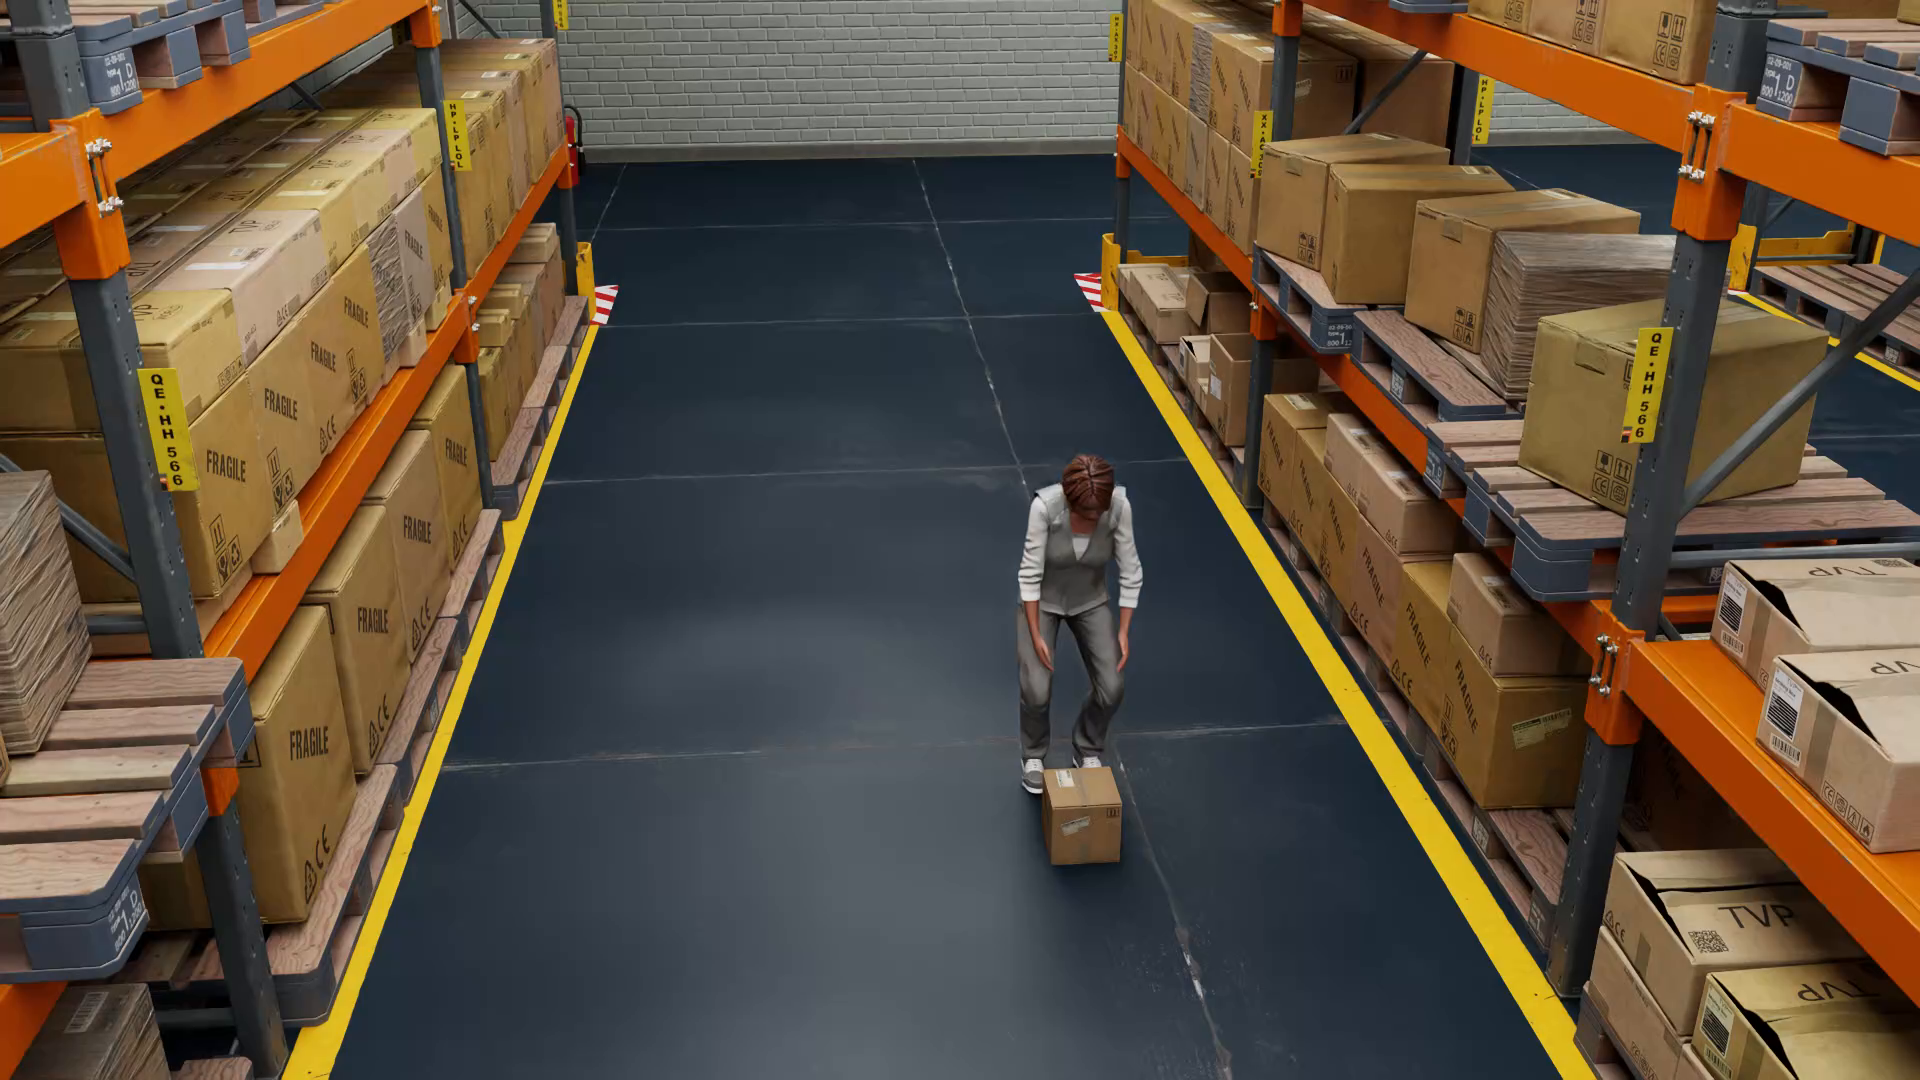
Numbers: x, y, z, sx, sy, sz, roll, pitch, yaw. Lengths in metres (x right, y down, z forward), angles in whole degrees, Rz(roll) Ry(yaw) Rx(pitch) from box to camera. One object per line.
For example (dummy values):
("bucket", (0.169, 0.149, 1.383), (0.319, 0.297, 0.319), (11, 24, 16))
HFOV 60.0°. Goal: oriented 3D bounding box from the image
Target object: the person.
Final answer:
("person", (0.433, 0.296, 6.196), (0.456, 1.408, 0.560), (-2, 24, -5))
